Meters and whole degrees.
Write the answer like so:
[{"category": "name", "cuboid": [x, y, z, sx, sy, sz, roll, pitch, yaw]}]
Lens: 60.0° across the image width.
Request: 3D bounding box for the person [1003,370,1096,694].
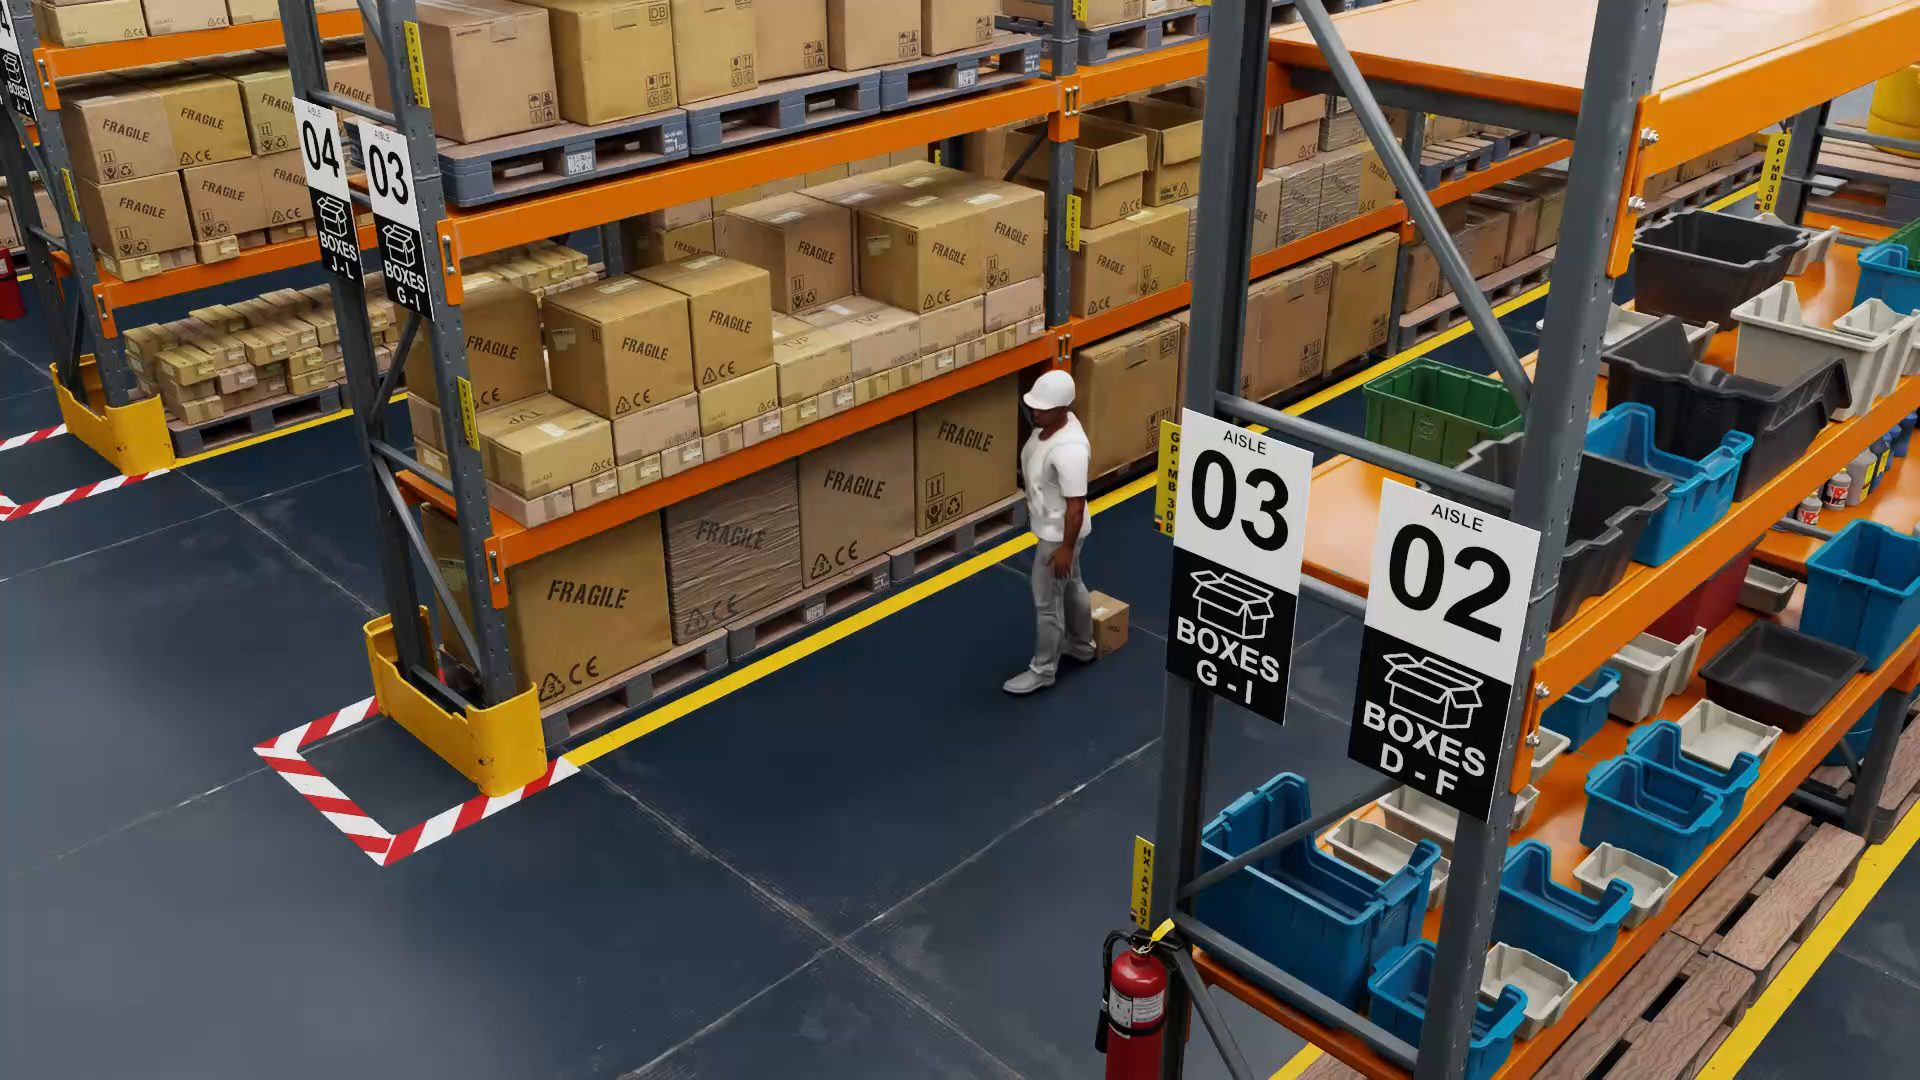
[{"category": "person", "cuboid": [0.484, -0.064, 8.699, 0.537, 1.764, 0.587, -2, 28, -3]}]
